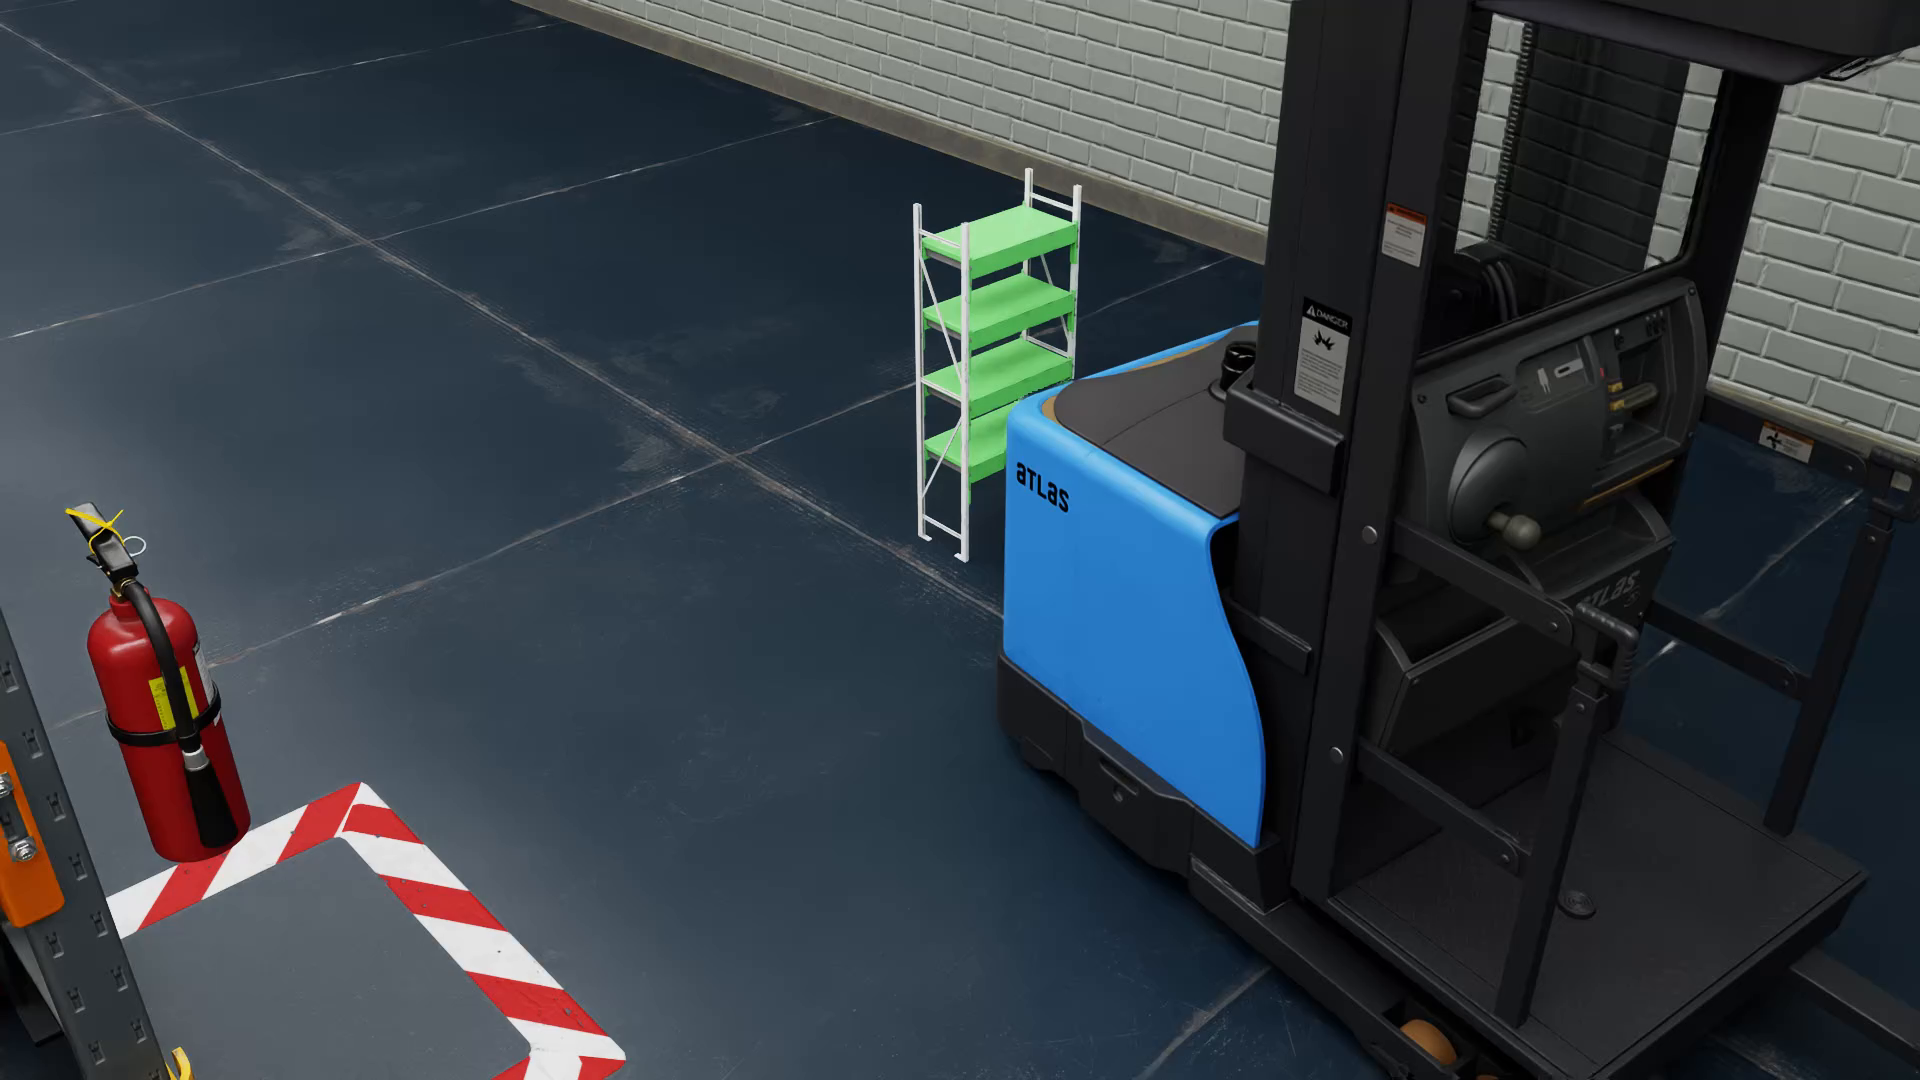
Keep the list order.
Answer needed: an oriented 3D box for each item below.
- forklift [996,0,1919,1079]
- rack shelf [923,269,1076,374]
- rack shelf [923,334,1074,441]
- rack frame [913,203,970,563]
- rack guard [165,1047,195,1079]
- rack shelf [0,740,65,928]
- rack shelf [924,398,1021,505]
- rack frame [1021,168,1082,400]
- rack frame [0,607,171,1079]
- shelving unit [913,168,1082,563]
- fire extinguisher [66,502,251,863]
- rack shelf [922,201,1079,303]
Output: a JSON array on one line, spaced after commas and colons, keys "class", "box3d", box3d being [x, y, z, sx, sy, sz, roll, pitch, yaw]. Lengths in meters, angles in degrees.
[{"class": "forklift", "box3d": [1.379, -0.217, 3.295, 1.130, 2.935, 3.031, -21, 37, -30]}, {"class": "rack shelf", "box3d": [0.121, -0.721, 5.441, 0.480, 0.148, 0.258, -26, 40, -35]}, {"class": "rack shelf", "box3d": [0.121, -0.516, 5.566, 0.480, 0.148, 0.258, -26, 40, -35]}, {"class": "rack frame", "box3d": [-0.058, -0.484, 5.391, 0.015, 1.200, 0.240, -26, 40, -35]}, {"class": "rack guard", "box3d": [-1.950, 1.068, 3.524, 0.348, 0.500, 1.175, -26, 40, -35]}, {"class": "rack shelf", "box3d": [-3.361, 0.991, 1.943, 4.000, 0.370, 1.077, -26, 40, -35]}, {"class": "rack shelf", "box3d": [0.121, -0.311, 5.692, 0.480, 0.148, 0.258, -26, 40, -35]}, {"class": "rack frame", "box3d": [0.300, -0.657, 5.675, 0.015, 1.200, 0.240, -26, 40, -35]}, {"class": "rack frame", "box3d": [-1.894, -0.025, 2.916, 0.127, 3.000, 1.000, -26, 40, -35]}, {"class": "shelving unit", "box3d": [0.121, -0.571, 5.533, 0.503, 1.200, 0.258, -26, 40, -35]}, {"class": "fire extinguisher", "box3d": [-1.396, 0.254, 2.891, 0.183, 0.674, 0.296, -26, 40, -35]}, {"class": "rack shelf", "box3d": [0.121, -0.926, 5.316, 0.480, 0.148, 0.258, -26, 40, -35]}]
